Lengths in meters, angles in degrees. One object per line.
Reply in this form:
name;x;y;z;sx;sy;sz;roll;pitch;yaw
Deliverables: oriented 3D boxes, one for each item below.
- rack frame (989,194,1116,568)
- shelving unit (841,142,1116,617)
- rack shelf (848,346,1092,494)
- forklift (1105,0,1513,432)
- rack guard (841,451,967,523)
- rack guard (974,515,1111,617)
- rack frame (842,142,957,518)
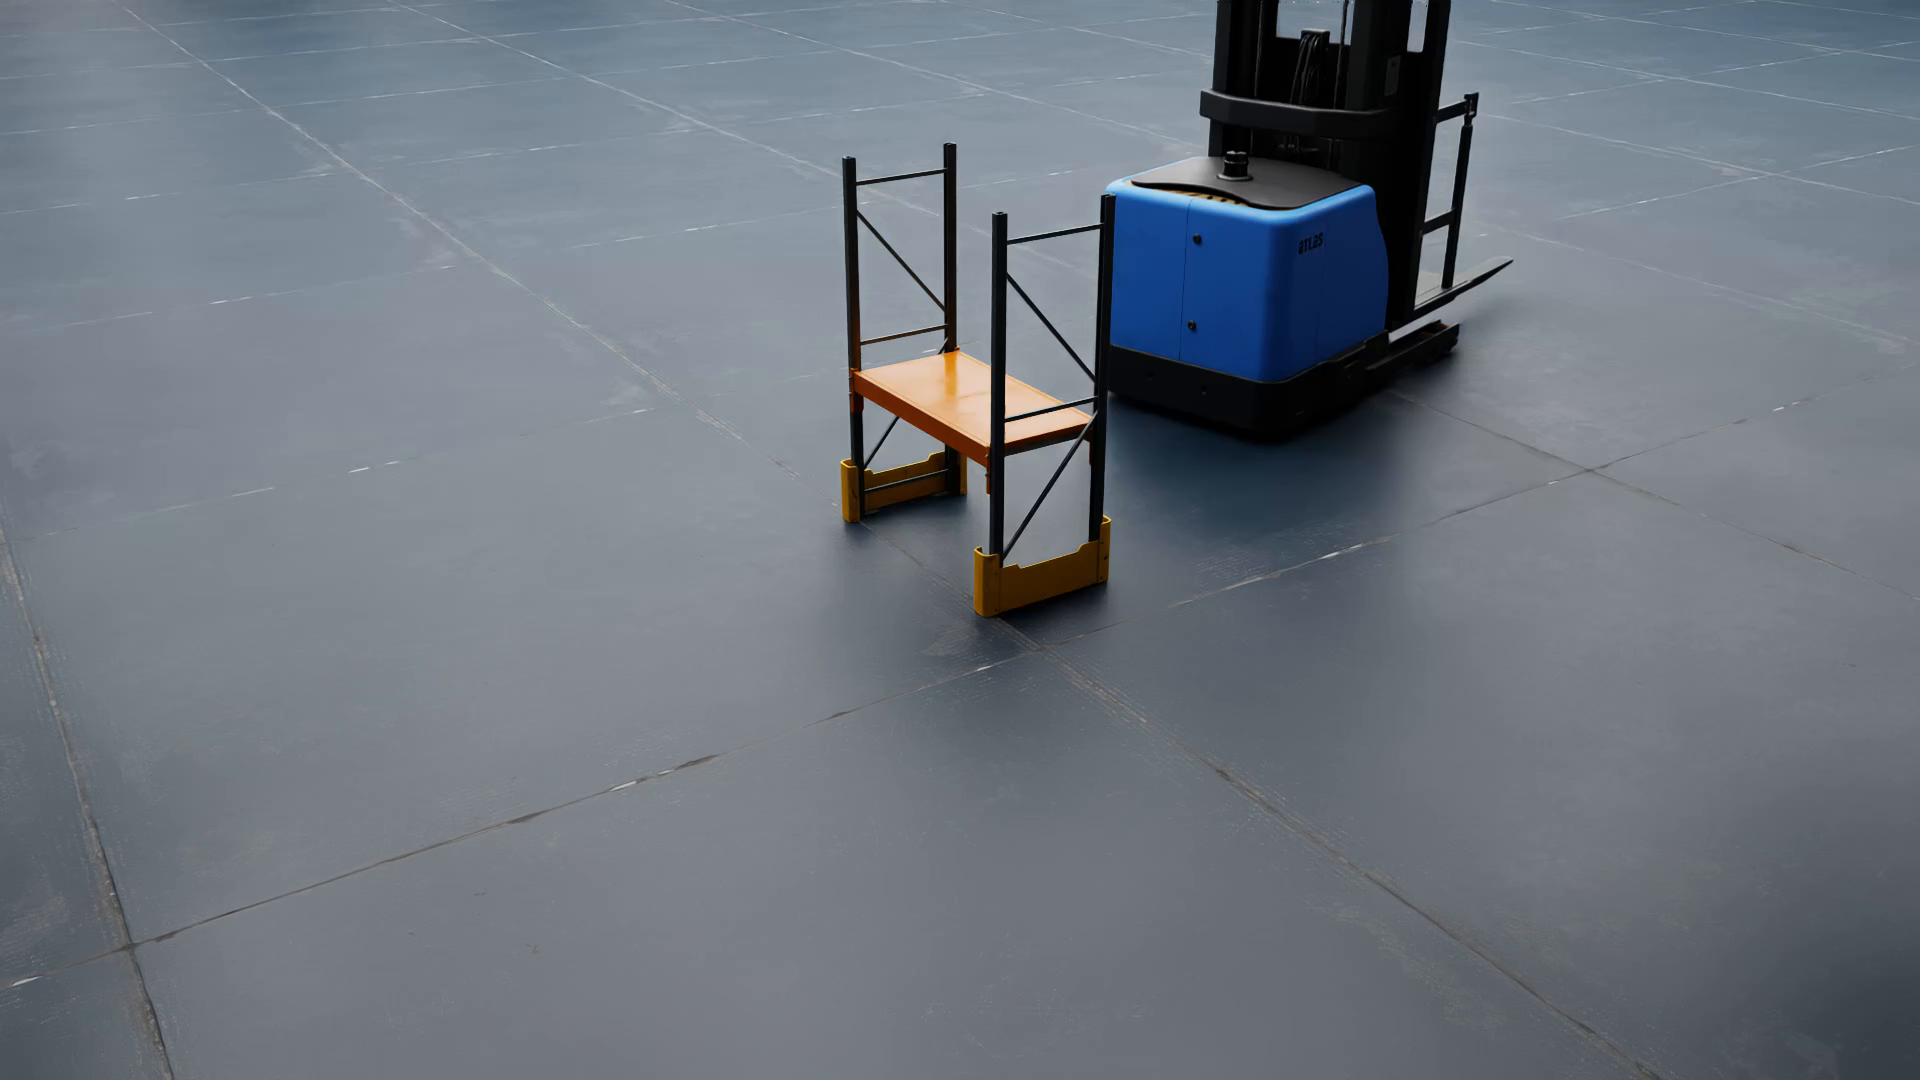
rack frame;0.324;-0.466;5.980;0.500;1.500;0.032;-16;29;-30
shelving unit;0.042;-0.651;6.372;0.587;1.500;1.083;-16;29;-30
rack shelf;0.047;-0.485;6.442;0.538;0.185;1.000;-16;29;-30
forklift;2.001;-2.372;8.340;1.130;2.935;3.031;20;32;36
rack guard;-0.230;-0.264;7.016;0.587;0.250;0.087;-16;29;-30
rack guard;0.313;0.092;6.262;0.587;0.250;0.087;-16;29;-30
rack frame;-0.231;-0.830;6.750;0.500;1.500;0.032;-16;29;-30
